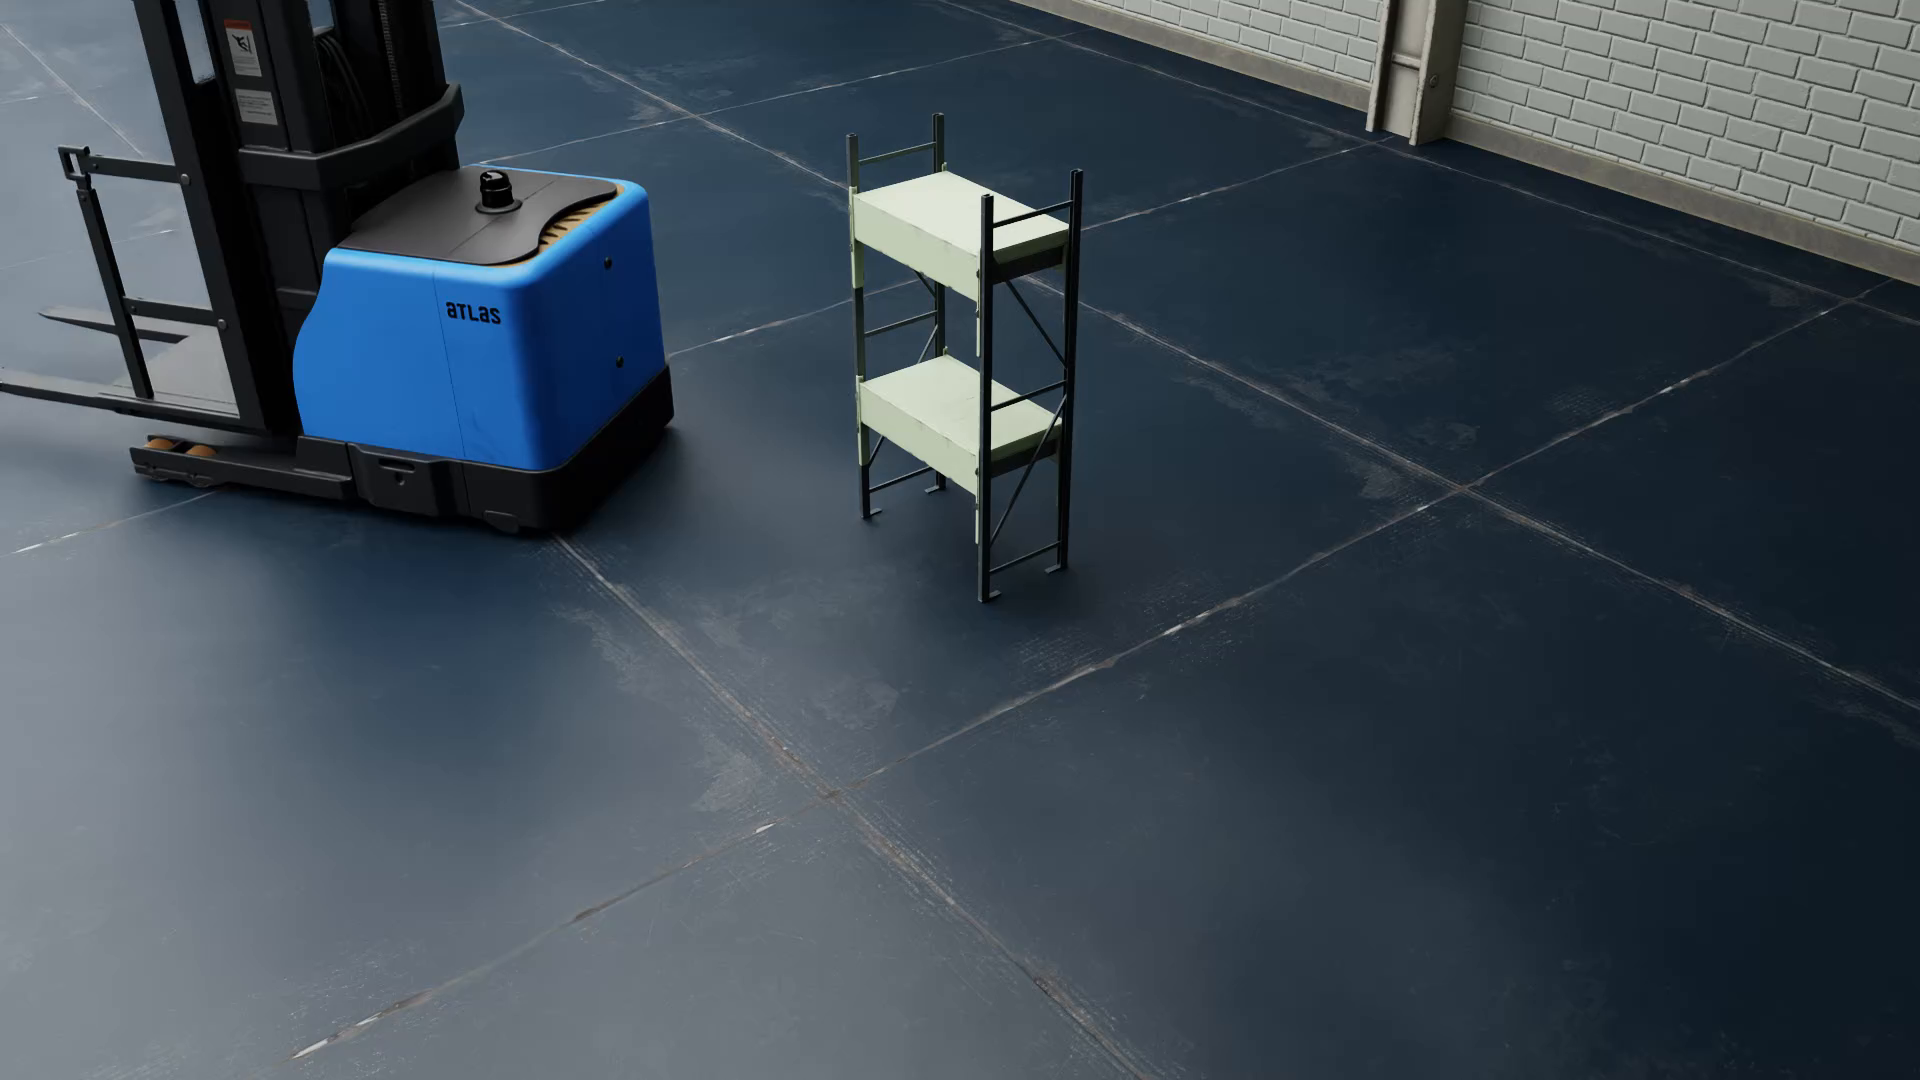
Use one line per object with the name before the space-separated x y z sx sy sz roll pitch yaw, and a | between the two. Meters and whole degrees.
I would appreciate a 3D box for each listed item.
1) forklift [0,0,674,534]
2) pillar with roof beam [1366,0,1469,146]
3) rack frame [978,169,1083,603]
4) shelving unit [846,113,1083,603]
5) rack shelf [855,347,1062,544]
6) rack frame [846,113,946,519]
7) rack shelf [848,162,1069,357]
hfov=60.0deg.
forklift | -2.771 -1.706 6.219 3.031 2.935 1.130 9 33 14
pillar with roof beam | -0.631 -4.958 5.704 9.100 9.000 0.400 -22 38 -31
rack frame | 0.229 -0.482 5.604 0.400 1.500 0.023 -22 38 -31
shelving unit | 0.004 -0.634 5.850 0.431 1.500 0.755 -22 38 -31
rack shelf | 0.004 -0.357 6.022 0.431 0.370 0.720 -22 38 -31
rack frame | -0.220 -0.787 6.095 0.400 1.500 0.023 -22 38 -31
rack shelf | 0.004 -0.966 5.644 0.431 0.370 0.720 -22 38 -31
